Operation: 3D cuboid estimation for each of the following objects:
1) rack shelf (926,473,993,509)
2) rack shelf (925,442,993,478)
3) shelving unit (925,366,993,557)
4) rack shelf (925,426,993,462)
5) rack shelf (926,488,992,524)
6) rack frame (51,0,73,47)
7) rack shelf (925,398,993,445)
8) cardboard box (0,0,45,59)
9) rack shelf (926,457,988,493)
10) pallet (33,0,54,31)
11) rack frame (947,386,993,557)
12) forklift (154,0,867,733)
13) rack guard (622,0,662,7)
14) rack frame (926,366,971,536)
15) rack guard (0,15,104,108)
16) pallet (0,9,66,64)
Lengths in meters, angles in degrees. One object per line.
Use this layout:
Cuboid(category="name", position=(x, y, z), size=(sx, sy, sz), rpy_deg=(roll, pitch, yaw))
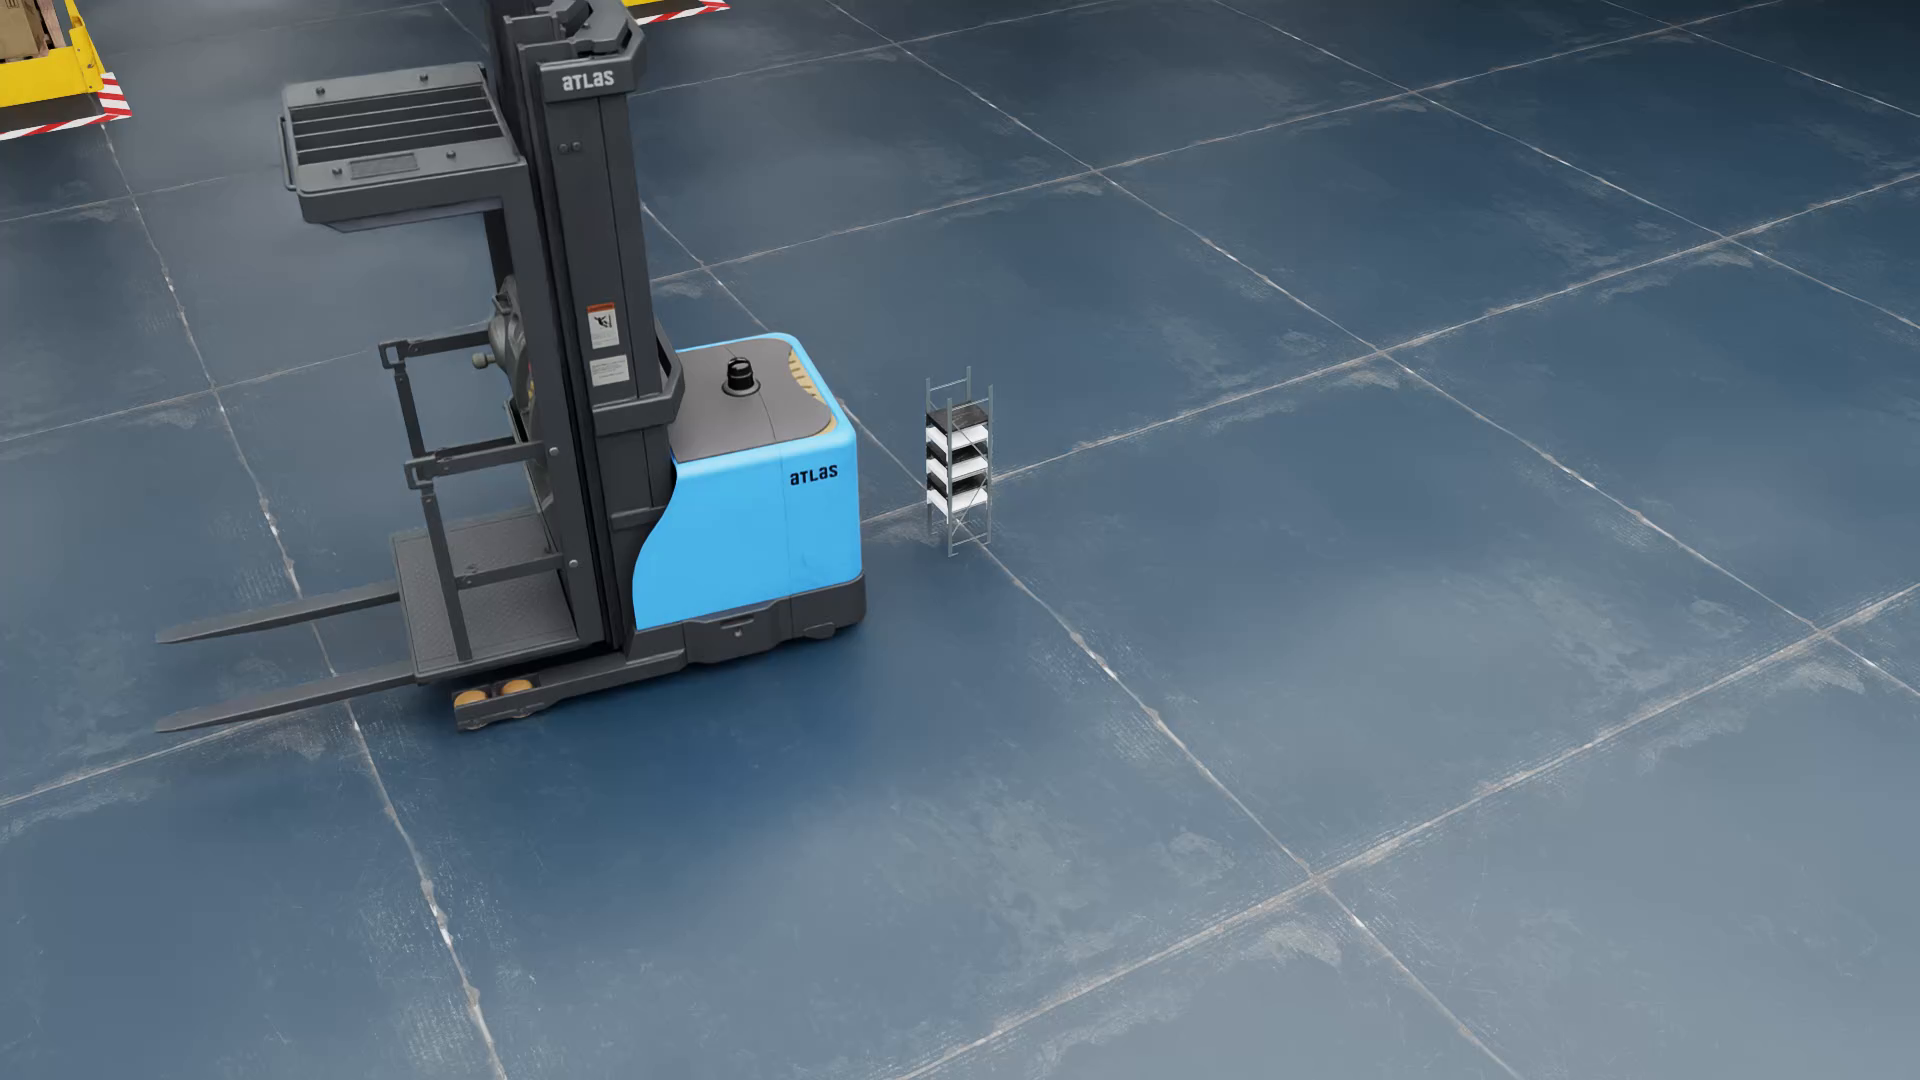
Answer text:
Cuboid(category="rack shelf", position=(-0.004, -0.268, 8.063), size=(0.258, 0.077, 0.200), rpy_deg=(-19, 40, -24))
Cuboid(category="rack shelf", position=(-0.004, -0.413, 7.957), size=(0.258, 0.077, 0.200), rpy_deg=(-19, 40, -24))
Cuboid(category="shelving unit", position=(-0.004, -0.368, 7.990), size=(0.258, 0.900, 0.210), rpy_deg=(-19, 40, -24))
Cuboid(category="rack shelf", position=(-0.004, -0.486, 7.904), size=(0.258, 0.077, 0.200), rpy_deg=(-19, 40, -24))
Cuboid(category="rack shelf", position=(-0.004, -0.195, 8.116), size=(0.258, 0.077, 0.200), rpy_deg=(-19, 40, -24))
Cuboid(category="rack frame", position=(-7.291, -4.635, 12.053), size=(1.000, 3.000, 0.127), rpy_deg=(-19, 40, -24))
Cuboid(category="rack shelf", position=(-0.004, -0.559, 7.851), size=(0.258, 0.077, 0.200), rpy_deg=(-19, 40, -24))
Cuboid(category="cardboard box", position=(-7.590, -4.118, 13.109), size=(0.500, 0.500, 0.500), rpy_deg=(-12, 38, -16))
Cuboid(category="rack shelf", position=(-0.004, -0.341, 8.010), size=(0.258, 0.077, 0.200), rpy_deg=(-19, 40, -24))
Cuboid(category="pallet", position=(-8.315, -4.594, 14.361), size=(1.003, 0.211, 1.213), rpy_deg=(-19, 40, -24))
Cuboid(category="rack frame", position=(0.047, -0.316, 7.919), size=(0.240, 0.900, 0.006), rpy_deg=(-19, 40, -24))
Cuboid(category="forklift", position=(-2.002, -0.726, 6.759), size=(3.031, 2.935, 1.130), rpy_deg=(-13, 38, -17))
Cuboid(category="rack guard", position=(-2.939, -5.031, 14.715), size=(1.175, 0.500, 0.348), rpy_deg=(-19, 40, -24))
Cuboid(category="rack frame", position=(-0.055, -0.419, 8.061), size=(0.240, 0.900, 0.006), rpy_deg=(-19, 40, -24))
Cuboid(category="rack guard", position=(-7.329, -3.664, 12.843), size=(1.175, 0.500, 0.348), rpy_deg=(-19, 40, -24))
Cuboid(category="pallet", position=(-7.706, -3.972, 13.510), size=(1.003, 0.211, 1.213), rpy_deg=(-19, 40, -24))
